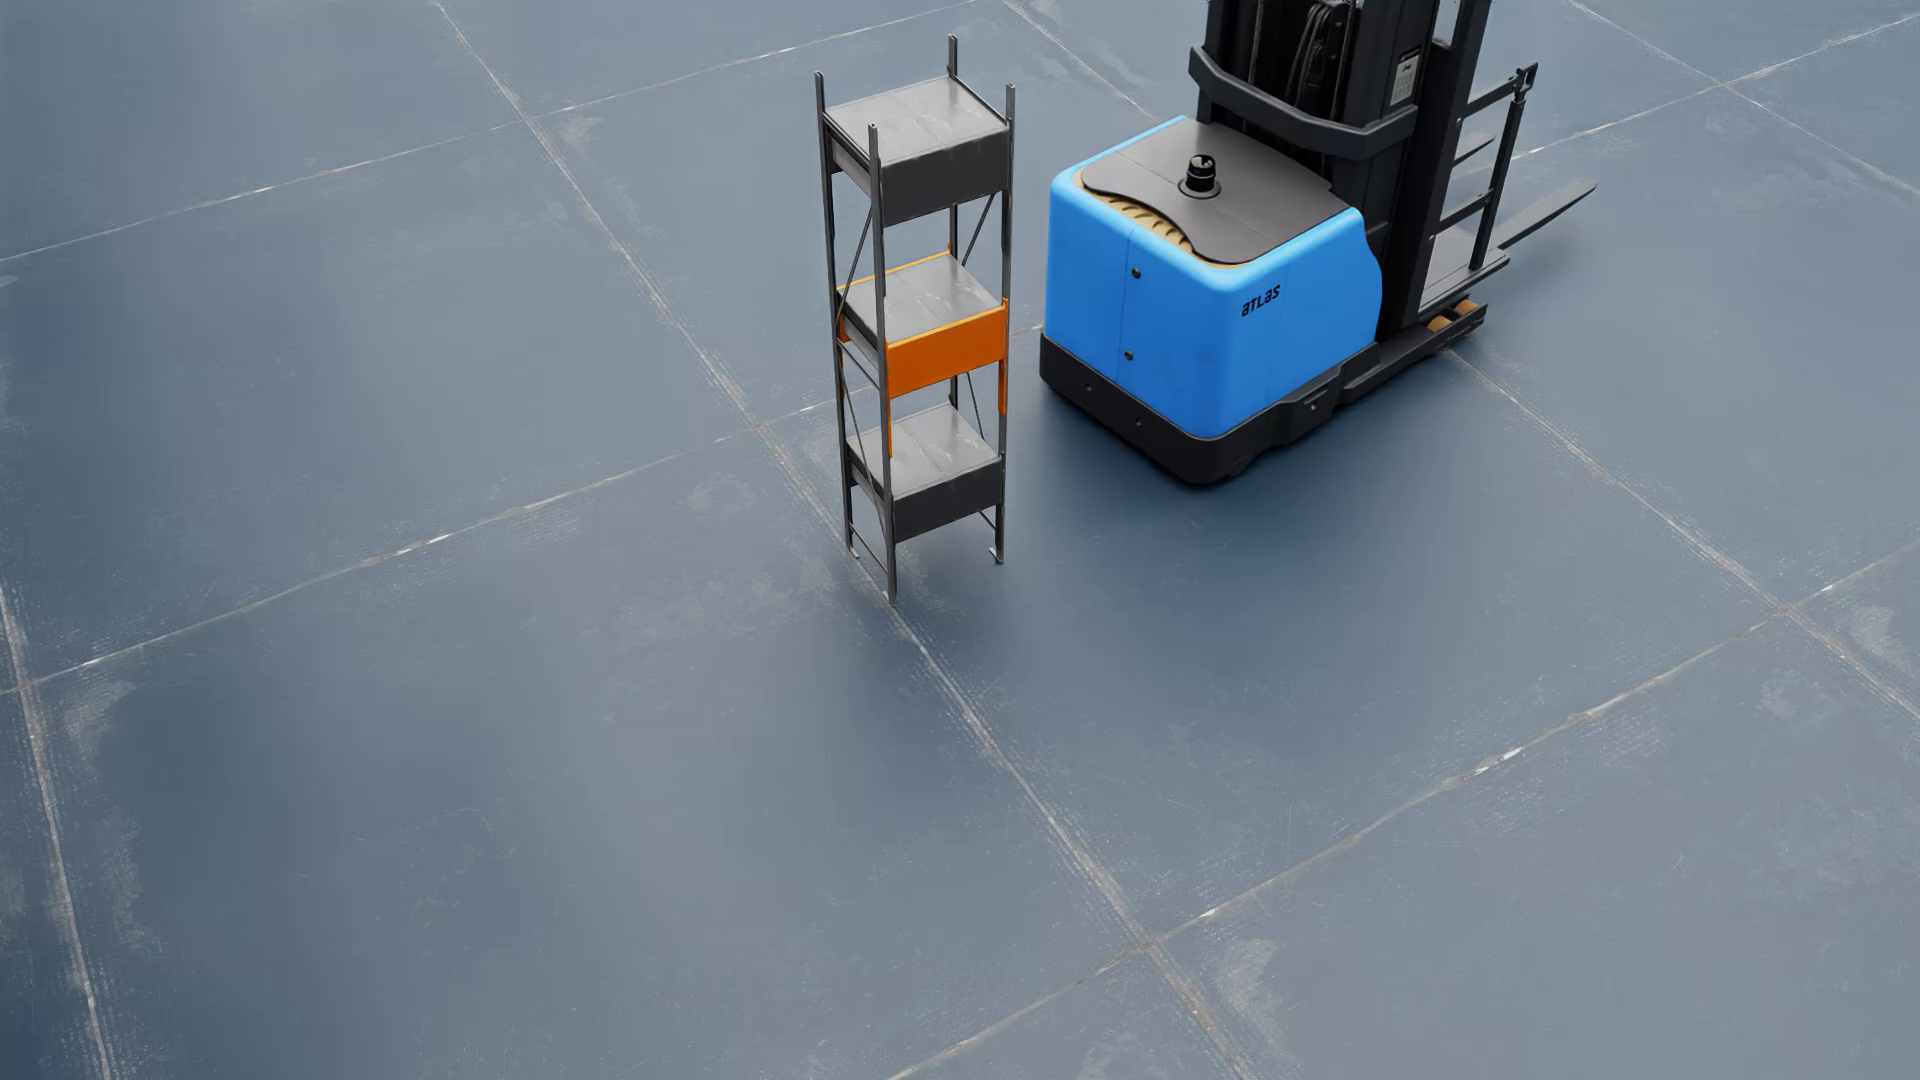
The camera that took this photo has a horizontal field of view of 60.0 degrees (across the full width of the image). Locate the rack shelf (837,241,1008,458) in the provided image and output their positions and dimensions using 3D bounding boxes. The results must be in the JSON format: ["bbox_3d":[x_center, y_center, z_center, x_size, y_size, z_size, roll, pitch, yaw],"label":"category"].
[{"bbox_3d":[-0.144,-0.686,5.969,0.480,0.518,0.431,-22,48,-21],"label":"rack shelf"}]

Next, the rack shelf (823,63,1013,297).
[{"bbox_3d":[-0.144,-1.189,5.482,0.480,0.518,0.431,-22,48,-21],"label":"rack shelf"}]

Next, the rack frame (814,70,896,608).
[{"bbox_3d":[-0.355,-0.611,5.872,0.015,2.100,0.400,-22,48,-21],"label":"rack frame"}]

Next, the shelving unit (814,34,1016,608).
[{"bbox_3d":[-0.144,-0.696,5.960,0.503,2.100,0.431,-22,48,-21],"label":"shelving unit"}]

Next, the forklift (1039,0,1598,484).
[{"bbox_3d":[1.802,-2.162,6.873,3.031,2.935,1.130,-31,52,-28],"label":"forklift"}]

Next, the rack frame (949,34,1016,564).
[{"bbox_3d":[0.068,-0.781,6.047,0.015,2.100,0.400,-22,48,-21],"label":"rack frame"}]

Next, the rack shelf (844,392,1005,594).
[{"bbox_3d":[-0.144,-0.184,6.457,0.480,0.518,0.431,-22,48,-21],"label":"rack shelf"}]
